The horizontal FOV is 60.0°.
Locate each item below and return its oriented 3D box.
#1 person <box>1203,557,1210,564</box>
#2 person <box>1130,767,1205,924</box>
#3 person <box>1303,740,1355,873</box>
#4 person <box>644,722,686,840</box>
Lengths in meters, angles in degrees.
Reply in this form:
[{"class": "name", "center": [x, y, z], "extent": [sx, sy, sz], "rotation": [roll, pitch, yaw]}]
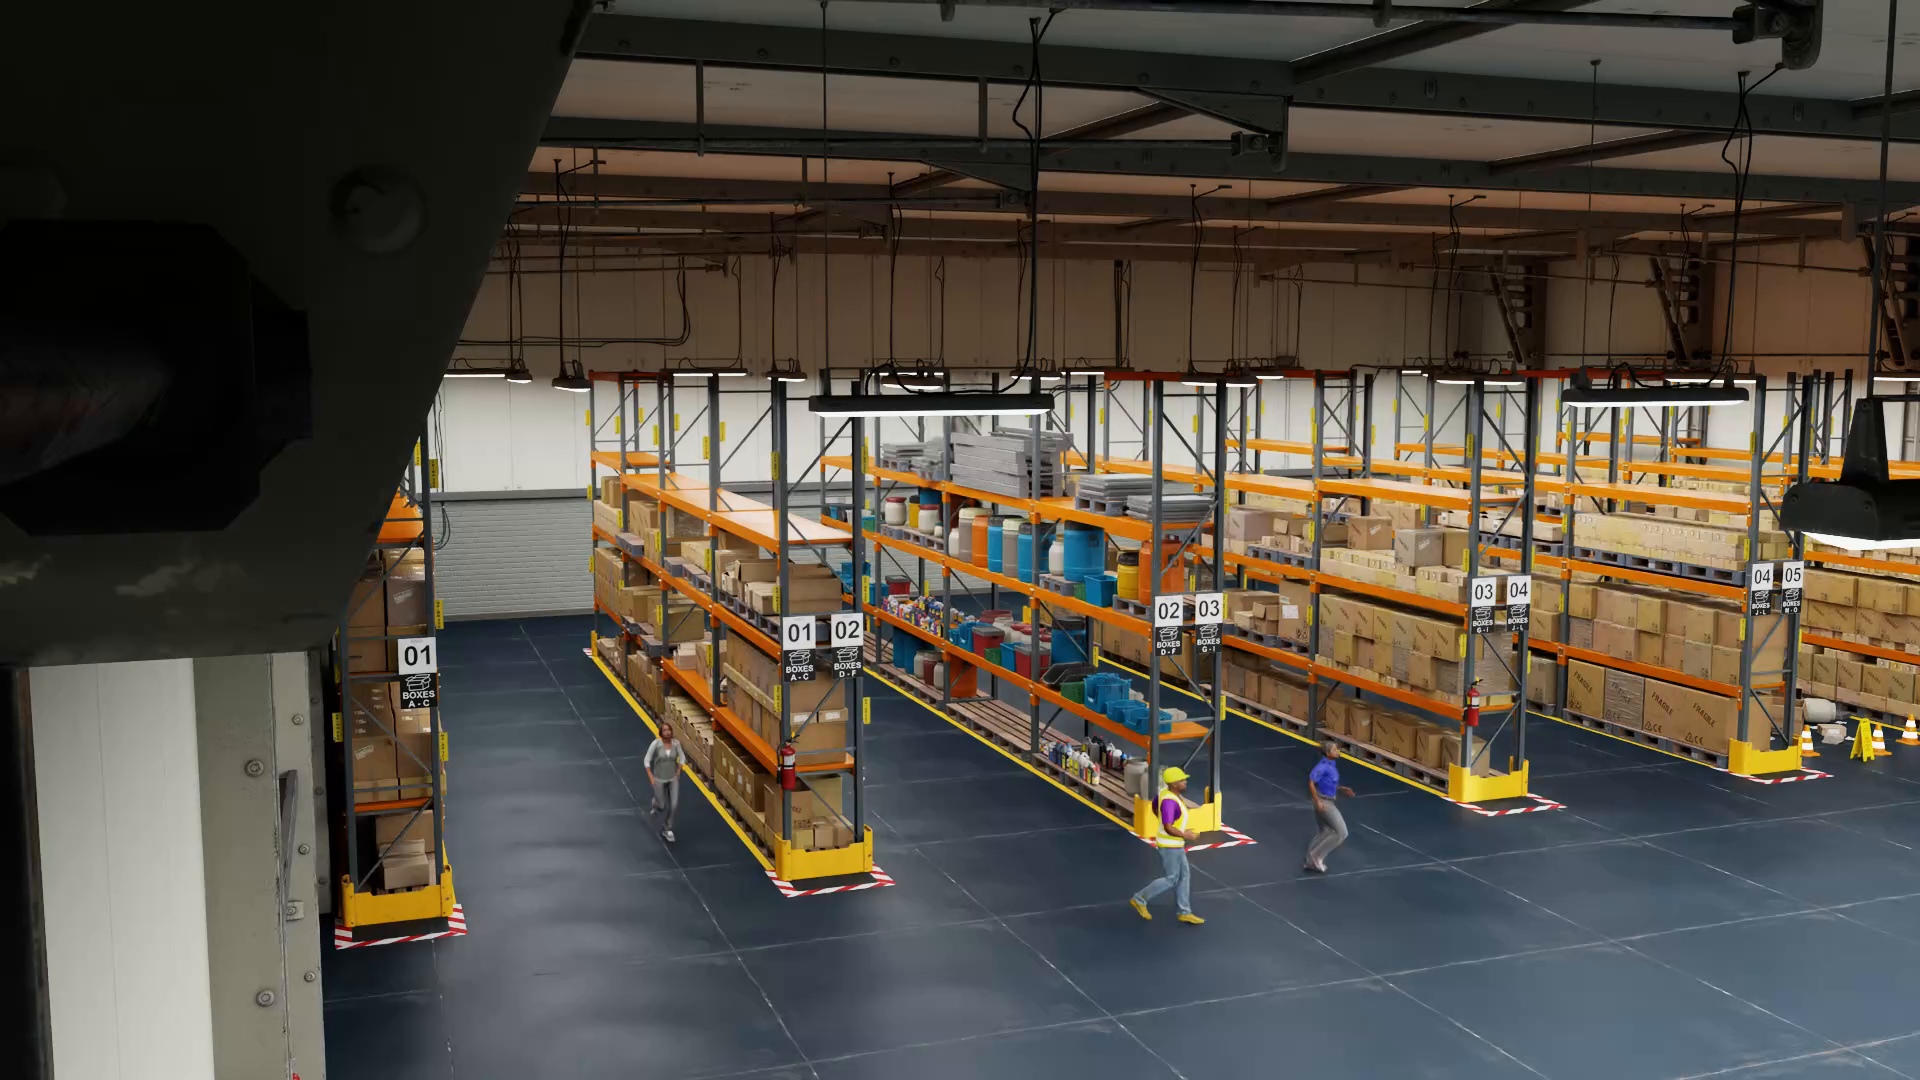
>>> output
[{"class": "person", "center": [5.627, 1.250, 38.100], "extent": [0.599, 1.743, 0.721], "rotation": [-1, 6, -10]}, {"class": "person", "center": [2.319, 3.398, 18.502], "extent": [0.837, 1.775, 0.725], "rotation": [1, 6, 6]}, {"class": "person", "center": [4.517, 3.254, 20.347], "extent": [0.603, 1.625, 0.582], "rotation": [1, 7, 13]}, {"class": "person", "center": [-3.863, 3.181, 21.830], "extent": [0.543, 1.455, 0.574], "rotation": [-3, 7, -22]}]
